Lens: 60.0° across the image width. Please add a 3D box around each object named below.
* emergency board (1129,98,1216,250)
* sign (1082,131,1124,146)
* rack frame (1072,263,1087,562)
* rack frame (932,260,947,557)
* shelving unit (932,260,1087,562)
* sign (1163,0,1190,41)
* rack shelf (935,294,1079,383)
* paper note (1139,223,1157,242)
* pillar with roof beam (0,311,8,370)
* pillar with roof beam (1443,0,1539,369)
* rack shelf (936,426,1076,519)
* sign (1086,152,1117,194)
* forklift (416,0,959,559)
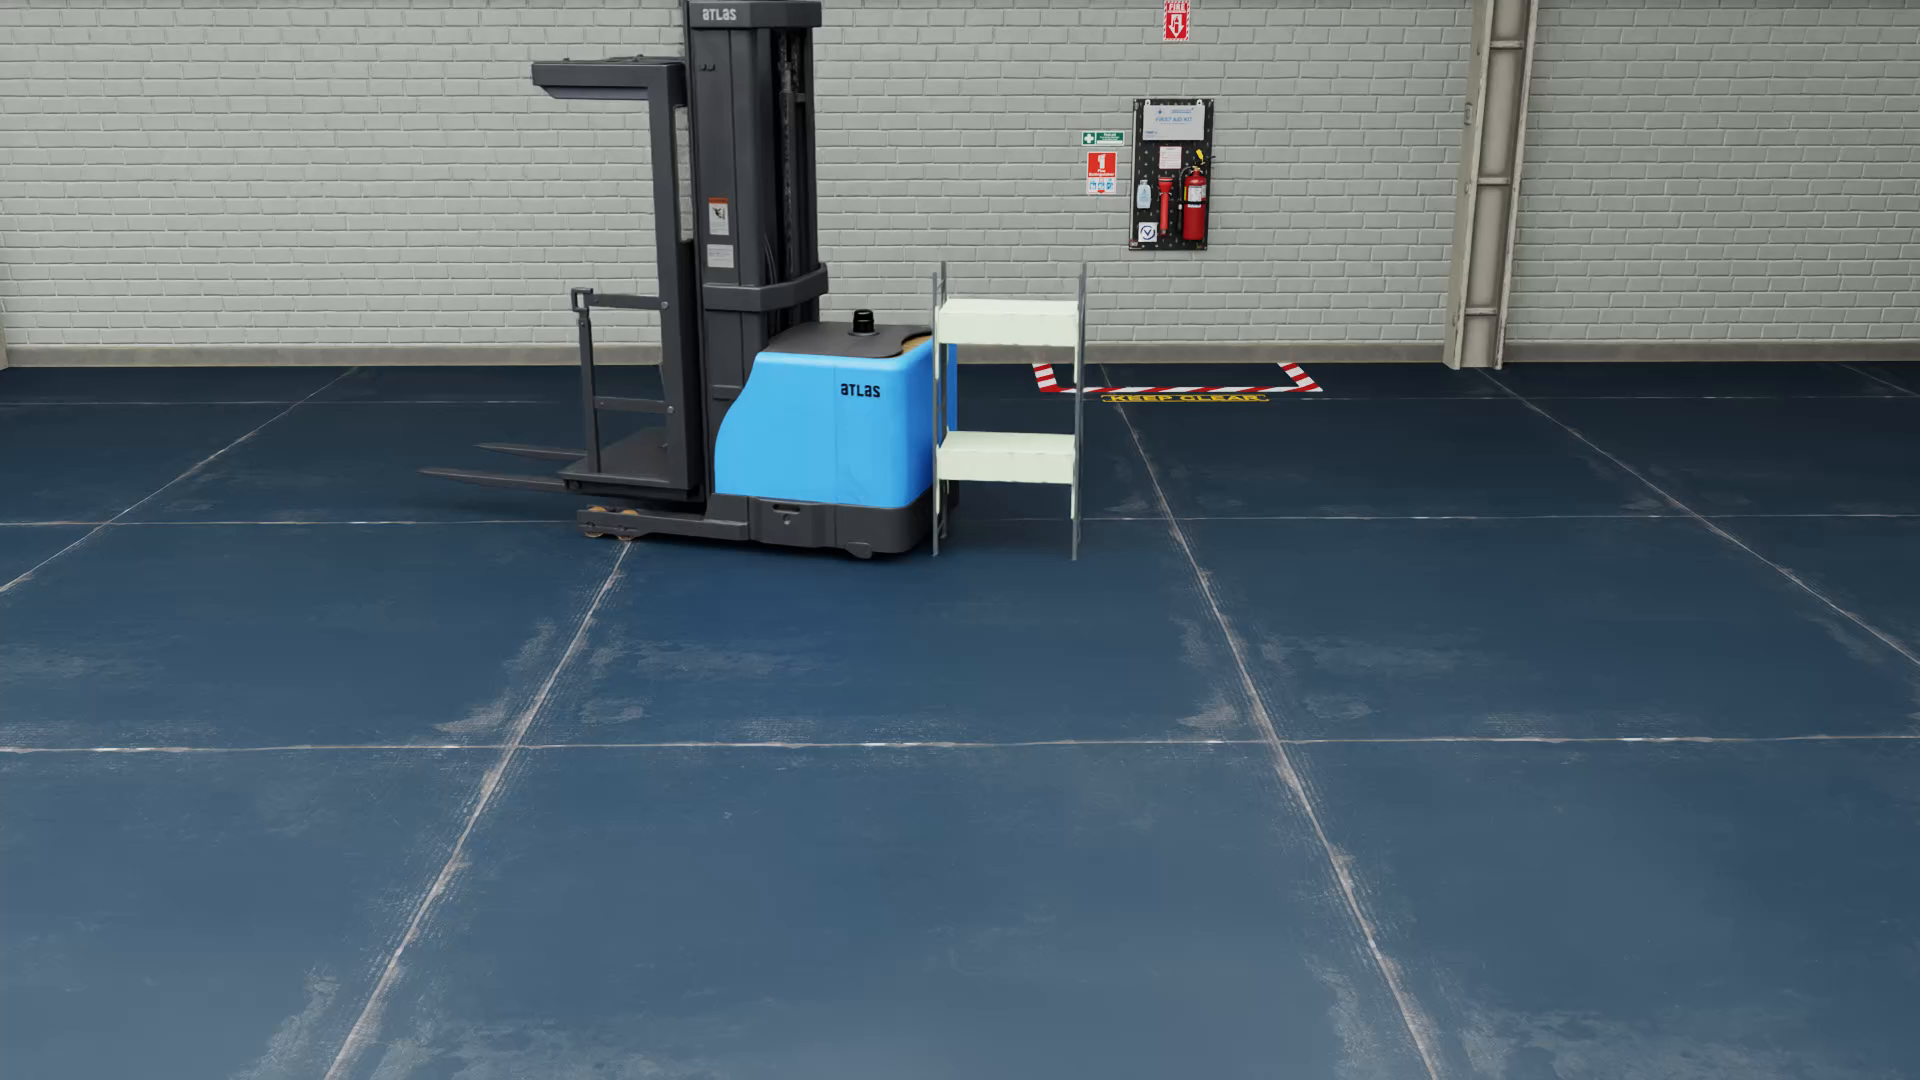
[{"bbox_3d":[1.668,-2.841,12.994,0.643,1.169,0.194,0,18,-1],"label":"emergency board"},{"bbox_3d":[1.118,-3.137,12.990,0.331,0.109,0.001,0,18,-1],"label":"sign"},{"bbox_3d":[0.621,-0.659,8.648,0.023,1.500,0.400,2,18,6],"label":"rack frame"},{"bbox_3d":[-0.106,-0.686,8.730,0.023,1.500,0.400,2,18,6],"label":"rack frame"},{"bbox_3d":[0.258,-0.673,8.689,0.755,1.500,0.431,2,18,6],"label":"shelving unit"},{"bbox_3d":[1.658,-3.976,12.735,0.199,0.298,0.001,0,18,-1],"label":"sign"},{"bbox_3d":[0.258,-1.044,8.570,0.720,0.370,0.431,2,18,6],"label":"rack shelf"},{"bbox_3d":[1.490,-2.442,13.192,0.142,0.148,0.016,0,18,-1],"label":"paper note"},{"bbox_3d":[-7.791,-4.326,7.800,0.400,9.000,9.100,0,18,-1],"label":"pillar with roof beam"},{"bbox_3d":[4.208,-4.383,7.980,0.400,9.000,9.100,0,18,-1],"label":"pillar with roof beam"},{"bbox_3d":[0.258,-0.362,8.788,0.720,0.370,0.431,2,18,6],"label":"rack shelf"},{"bbox_3d":[1.114,-2.887,13.079,0.234,0.329,0.001,0,18,-1],"label":"sign"},{"bbox_3d":[-1.579,-1.539,9.046,3.031,2.935,1.130,5,19,16],"label":"forklift"}]
